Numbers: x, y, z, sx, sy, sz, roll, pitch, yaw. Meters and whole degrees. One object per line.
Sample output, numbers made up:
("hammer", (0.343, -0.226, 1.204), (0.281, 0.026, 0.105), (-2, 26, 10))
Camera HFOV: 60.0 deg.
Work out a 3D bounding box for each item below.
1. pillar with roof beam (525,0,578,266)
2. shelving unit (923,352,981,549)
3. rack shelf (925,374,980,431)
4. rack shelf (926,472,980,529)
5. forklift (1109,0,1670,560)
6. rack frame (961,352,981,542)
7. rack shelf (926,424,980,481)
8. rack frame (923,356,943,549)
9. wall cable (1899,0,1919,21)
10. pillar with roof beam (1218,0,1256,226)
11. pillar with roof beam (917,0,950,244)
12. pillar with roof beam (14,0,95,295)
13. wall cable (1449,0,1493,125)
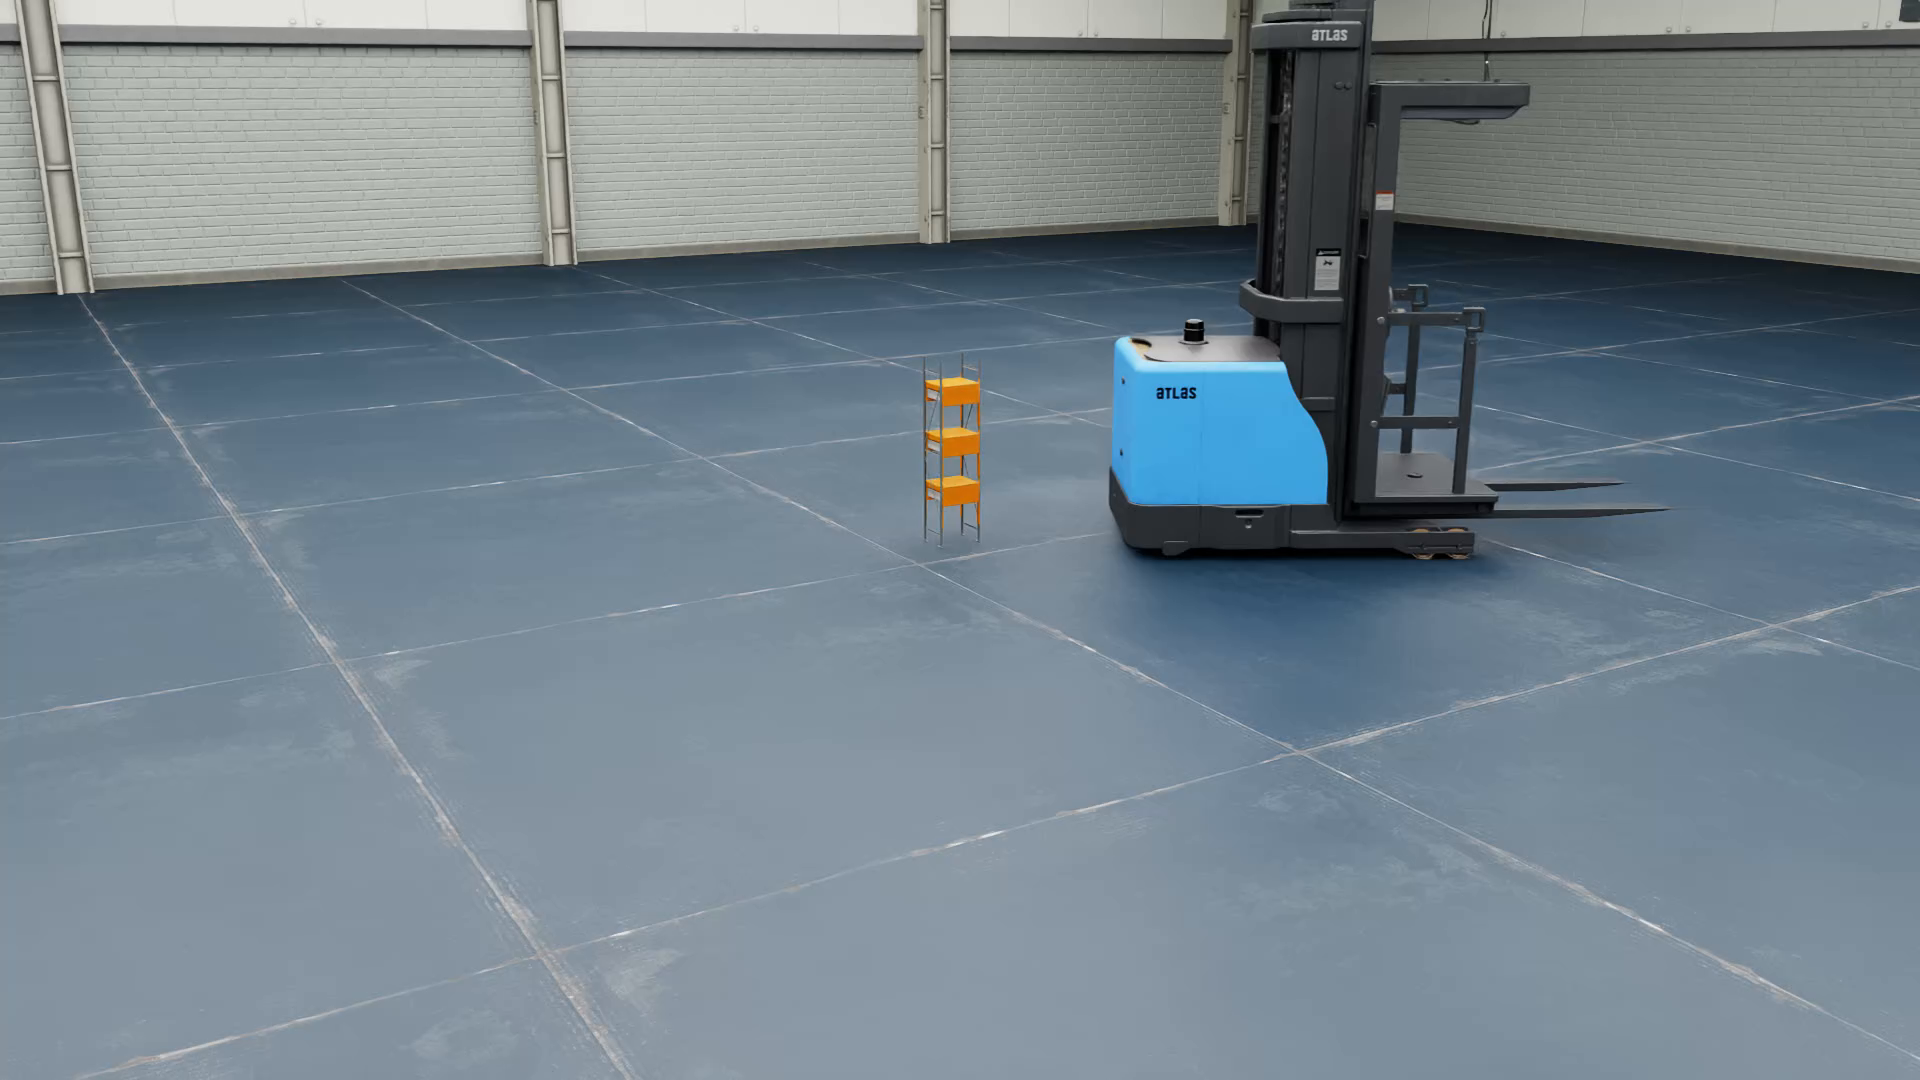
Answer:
("pillar with roof beam", (-3.325, -7.166, 18.301), (0.400, 9.000, 9.100), (-9, 18, -30))
("shelving unit", (-0.046, -0.498, 9.242), (0.252, 1.050, 0.215), (-9, 18, -30))
("rack shelf", (-0.046, -0.761, 9.168), (0.240, 0.259, 0.215), (-9, 18, -30))
("rack shelf", (-0.046, -0.220, 9.319), (0.240, 0.259, 0.215), (-9, 18, -30))
("forklift", (2.410, -1.448, 9.146), (3.031, 2.935, 1.130), (0, 16, -2))
("rack frame", (0.059, -0.515, 9.302), (0.008, 1.050, 0.200), (-9, 18, -30))
("rack shelf", (-0.046, -0.488, 9.244), (0.240, 0.259, 0.215), (-9, 18, -30))
("rack frame", (-0.150, -0.481, 9.181), (0.008, 1.050, 0.200), (-9, 18, -30))
("wall cable", (12.826, -9.372, 19.871), (0.169, 6.003, 2.305), (-9, 18, -30))
("pillar with roof beam", (6.961, -8.834, 24.251), (0.400, 9.000, 9.100), (-9, 18, -30))
("pillar with roof beam", (1.818, -8.000, 21.276), (0.400, 9.000, 9.100), (-9, 18, -30))
("pillar with roof beam", (-8.469, -6.332, 15.325), (0.400, 9.000, 9.100), (-9, 18, -30))
("wall cable", (7.950, -8.438, 28.593), (0.112, 2.526, 3.097), (-9, 18, -30))
